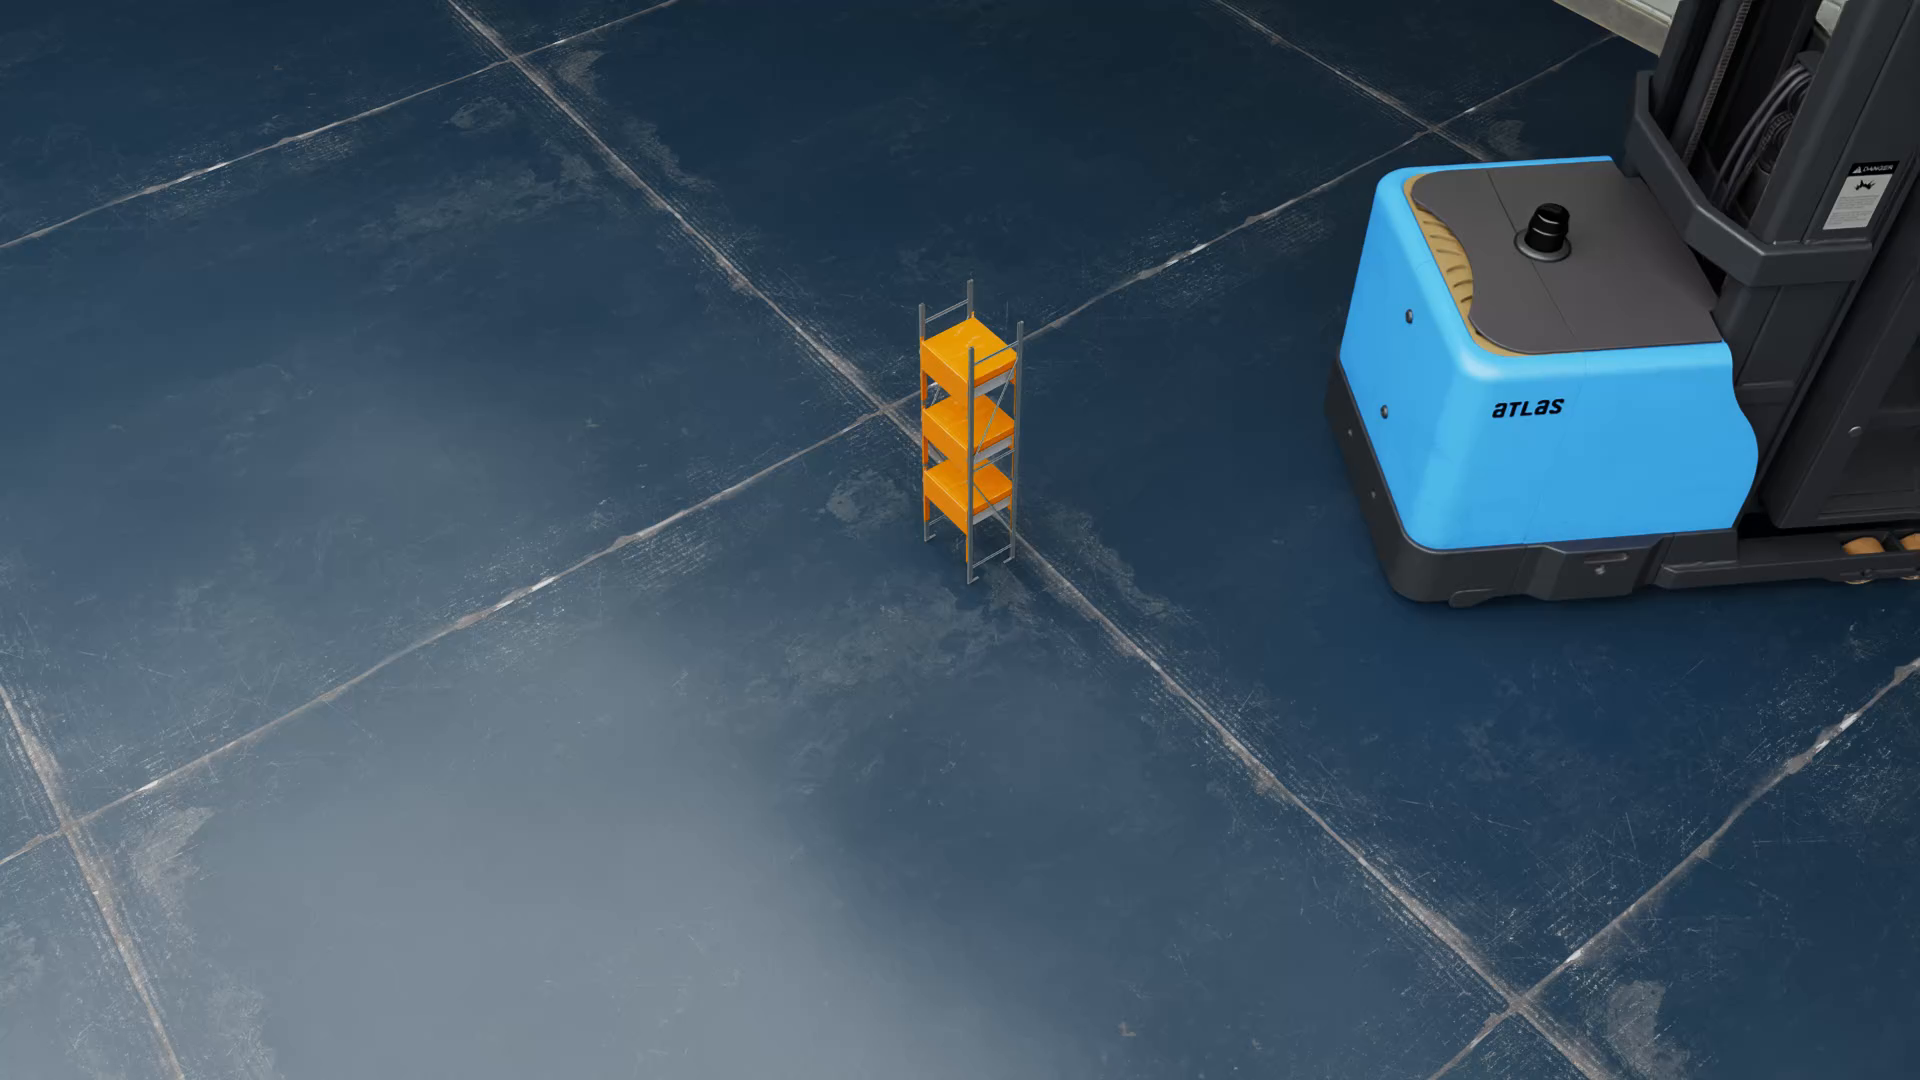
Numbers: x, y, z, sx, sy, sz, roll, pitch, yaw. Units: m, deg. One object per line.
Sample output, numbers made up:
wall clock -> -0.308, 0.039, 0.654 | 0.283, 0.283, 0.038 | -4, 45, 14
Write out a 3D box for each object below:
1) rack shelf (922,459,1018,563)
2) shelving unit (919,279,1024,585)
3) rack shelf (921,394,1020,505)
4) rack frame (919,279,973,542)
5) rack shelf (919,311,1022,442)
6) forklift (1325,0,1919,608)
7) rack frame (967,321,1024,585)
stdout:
rack shelf -> 0.032, -0.127, 5.546 | 0.215, 0.259, 0.240 | -29, 54, -24
shelving unit -> 0.032, -0.321, 5.332 | 0.215, 1.050, 0.252 | -29, 54, -24
rack shelf -> 0.032, -0.314, 5.340 | 0.215, 0.259, 0.240 | -29, 54, -24
rack frame -> -0.041, -0.393, 5.398 | 0.200, 1.050, 0.008 | -29, 54, -24
rack shelf -> 0.032, -0.505, 5.130 | 0.215, 0.259, 0.240 | -29, 54, -24
forklift -> 2.887, -1.224, 4.882 | 3.031, 2.935, 1.130 | -4, 48, -4
rack frame -> 0.106, -0.249, 5.267 | 0.200, 1.050, 0.008 | -29, 54, -24
